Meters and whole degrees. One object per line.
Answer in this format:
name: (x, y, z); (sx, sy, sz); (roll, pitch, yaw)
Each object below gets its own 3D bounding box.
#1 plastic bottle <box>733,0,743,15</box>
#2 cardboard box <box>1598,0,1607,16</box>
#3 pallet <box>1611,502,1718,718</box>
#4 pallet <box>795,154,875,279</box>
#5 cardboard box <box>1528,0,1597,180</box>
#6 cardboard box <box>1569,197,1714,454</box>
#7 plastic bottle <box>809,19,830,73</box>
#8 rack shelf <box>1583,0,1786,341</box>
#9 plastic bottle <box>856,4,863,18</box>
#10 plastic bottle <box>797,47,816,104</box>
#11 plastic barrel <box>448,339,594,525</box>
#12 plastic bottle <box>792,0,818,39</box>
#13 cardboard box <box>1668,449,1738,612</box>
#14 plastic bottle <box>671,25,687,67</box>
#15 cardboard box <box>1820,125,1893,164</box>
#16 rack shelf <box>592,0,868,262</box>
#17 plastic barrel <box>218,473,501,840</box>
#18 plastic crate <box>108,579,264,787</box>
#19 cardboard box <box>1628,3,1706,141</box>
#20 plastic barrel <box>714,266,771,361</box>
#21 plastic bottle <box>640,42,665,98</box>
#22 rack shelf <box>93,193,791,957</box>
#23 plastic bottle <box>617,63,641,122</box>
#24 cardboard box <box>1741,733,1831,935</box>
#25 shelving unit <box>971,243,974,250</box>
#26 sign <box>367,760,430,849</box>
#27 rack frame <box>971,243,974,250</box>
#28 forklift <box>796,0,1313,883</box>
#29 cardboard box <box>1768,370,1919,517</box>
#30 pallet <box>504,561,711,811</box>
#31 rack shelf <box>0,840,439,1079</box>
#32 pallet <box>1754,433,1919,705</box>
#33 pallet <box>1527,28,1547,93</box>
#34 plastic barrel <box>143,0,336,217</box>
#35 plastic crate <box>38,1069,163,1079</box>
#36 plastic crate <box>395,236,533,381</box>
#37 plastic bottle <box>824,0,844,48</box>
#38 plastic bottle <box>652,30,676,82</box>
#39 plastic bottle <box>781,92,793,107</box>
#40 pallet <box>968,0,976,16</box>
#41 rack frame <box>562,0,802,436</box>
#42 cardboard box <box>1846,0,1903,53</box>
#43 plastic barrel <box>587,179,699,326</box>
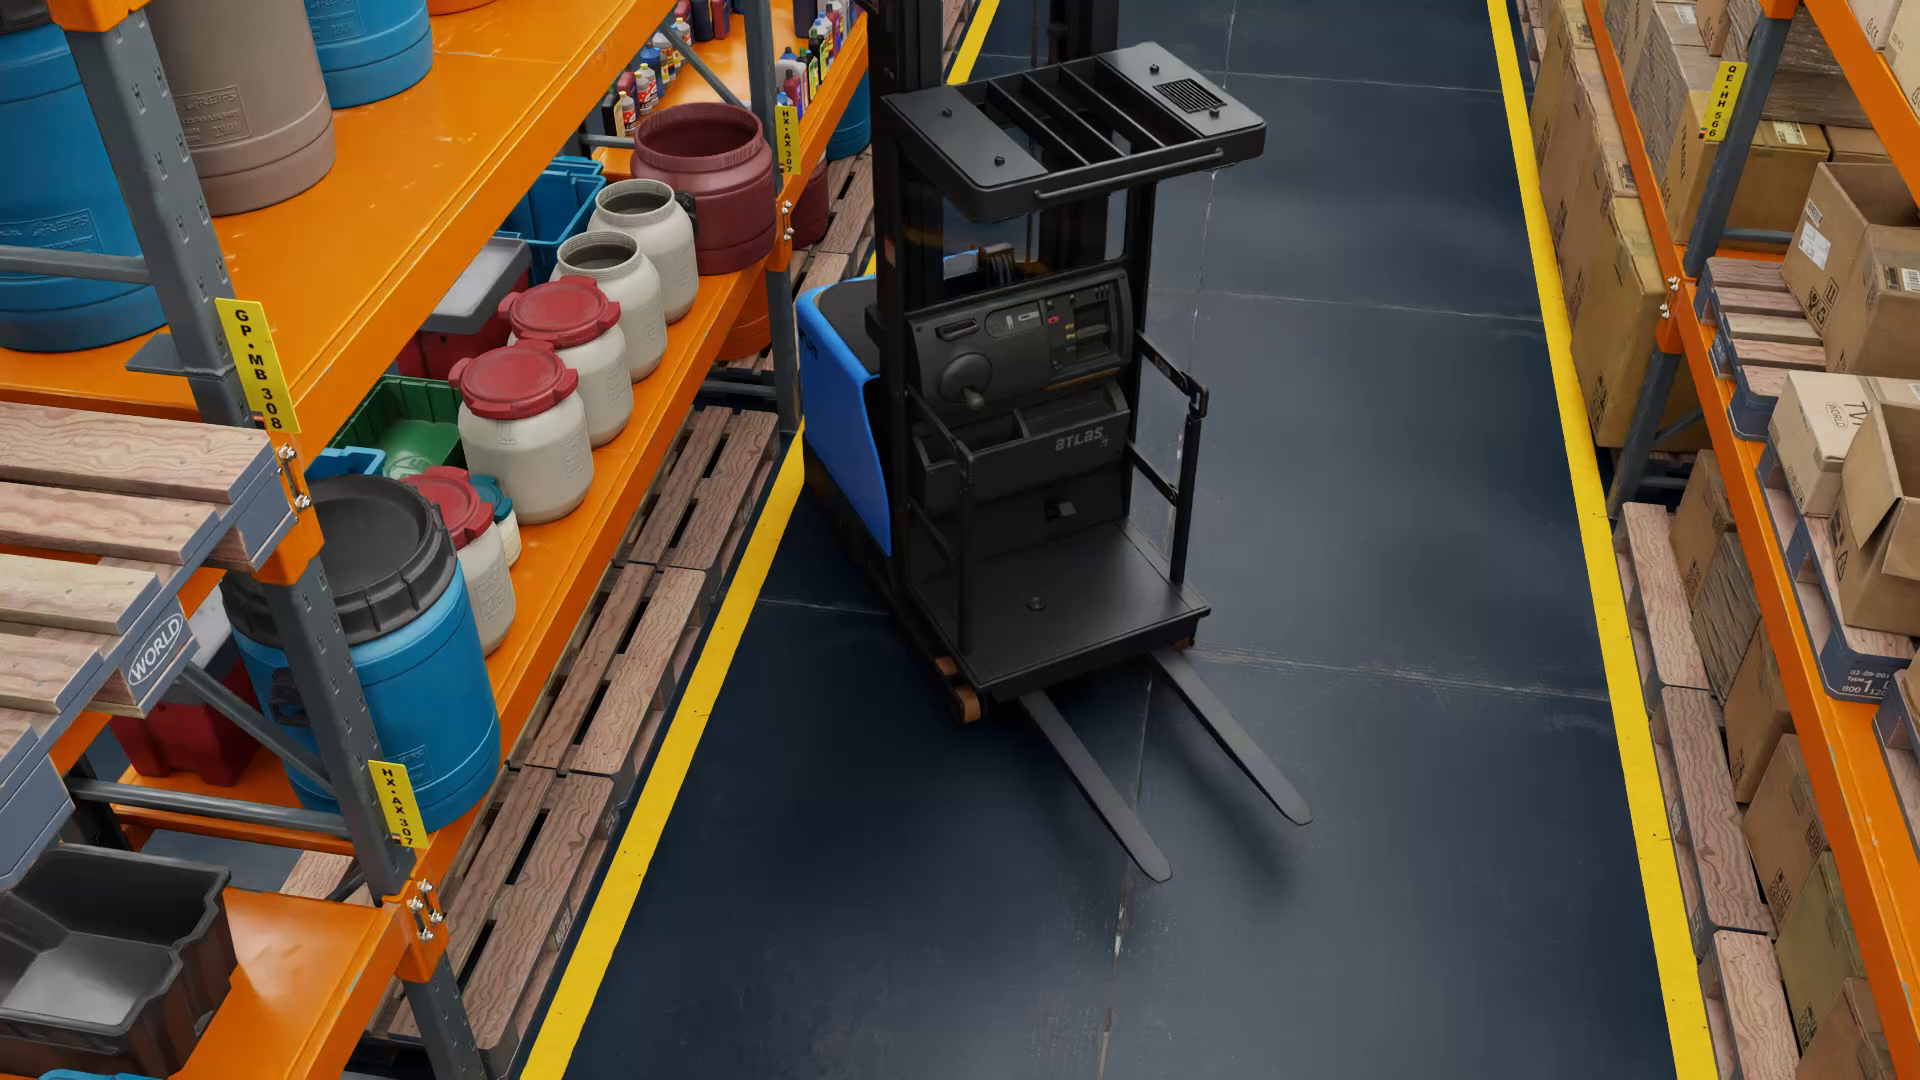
plastic bottle: (-1.213, -3.055, 9.193); (0.097, 0.271, 0.097); (0, 40, 0)
cardboard box: (3.848, -3.204, 9.192); (0.500, 0.500, 0.500); (6, 40, 8)
pallet: (3.431, 0.333, 7.181); (1.003, 0.211, 1.213); (6, 40, 8)
pallet: (-1.002, -1.966, 9.962); (1.003, 0.211, 1.213); (6, 40, 8)
cardboard box: (4.169, -2.681, 9.977); (1.225, 0.875, 0.875); (7, 40, 8)
cardboard box: (3.707, -1.005, 7.950); (1.225, 0.875, 0.875); (5, 40, 6)
plastic bottle: (-0.727, -2.553, 8.584); (0.097, 0.271, 0.097); (0, 40, 0)
rack shelf: (3.914, -2.209, 8.633); (1.077, 0.370, 4.000); (6, 40, 8)
plastic bottle: (-0.577, -3.034, 9.157); (0.061, 0.283, 0.133); (6, 40, 8)
plastic bottle: (-0.769, -2.338, 8.315); (0.061, 0.283, 0.133); (6, 40, 8)
plastic barrel: (-1.494, -0.356, 5.720); (0.433, 0.535, 0.433); (0, 40, 0)
plastic bottle: (-0.819, -2.897, 8.939); (0.144, 0.351, 0.185); (6, 40, 8)
cardboard box: (3.471, -0.015, 7.031); (0.700, 0.500, 0.500); (4, 40, 5)
plastic bottle: (-1.482, -2.584, 8.677); (0.097, 0.201, 0.097); (0, 40, 0)
cardboard box: (3.920, -1.545, 7.186); (0.500, 0.500, 0.500); (8, 40, 9)
rack shelf: (-0.965, -2.756, 9.293); (1.077, 0.370, 4.000); (6, 40, 8)
plastic barrel: (-1.638, 0.330, 4.603); (0.600, 0.901, 0.708); (6, 40, 8)
plastic crate: (-2.220, 0.370, 4.898); (0.402, 0.464, 0.583); (6, 40, 8)
cardboard box: (3.588, -2.246, 8.034); (0.500, 0.500, 0.500); (5, 40, 6)
plastic barrel: (-1.243, -1.412, 8.477); (0.600, 0.830, 0.708); (6, 40, 8)
plastic bottle: (-1.549, -2.366, 8.359); (0.097, 0.271, 0.097); (0, 40, 0)
rack shelf: (-1.657, -0.245, 6.257); (1.077, 0.370, 4.000); (6, 40, 8)
plastic bottle: (-1.621, -2.178, 8.122); (0.061, 0.283, 0.133); (6, 40, 8)
cardboard box: (3.200, 1.041, 5.753); (0.700, 0.500, 0.500); (3, 40, 4)
shelving unit: (0.029, -1.000, 8.253); (0.210, 0.900, 0.258); (-21, 44, -23)
sign: (-1.463, 0.694, 4.340); (0.100, 0.325, 0.005); (6, 40, 8)
rack frame: (0.116, -1.033, 8.293); (0.006, 0.900, 0.240); (-21, 44, -23)
forklift: (0.347, -0.697, 6.293); (1.130, 2.935, 3.031); (-17, 43, -20)
cardboard box: (3.051, -0.309, 5.558); (0.500, 0.250, 0.500); (5, 40, 6)
pallet: (-1.696, 0.542, 6.928); (1.003, 0.211, 1.213); (6, 40, 8)
rack shelf: (-2.349, 2.265, 3.221); (1.077, 0.370, 4.000); (6, 40, 8)
pallet: (3.265, 0.089, 5.439); (1.003, 0.211, 1.213); (6, 40, 8)
pallet: (4.468, -3.136, 11.377); (1.003, 0.211, 1.213); (6, 40, 8)
plastic barrel: (-2.015, -1.370, 4.306); (0.600, 0.901, 0.600); (0, 40, 0)
plastic crate: (-1.927, 1.514, 3.681); (0.499, 0.251, 0.616); (6, 40, 8)
plastic crate: (-1.892, -0.822, 6.340); (0.402, 0.464, 0.583); (6, 40, 8)
plastic bottle: (-0.671, -2.759, 8.833); (0.097, 0.271, 0.097); (0, 40, 0)
plastic bottle: (-1.516, -2.489, 8.507); (0.097, 0.271, 0.097); (0, 40, 0)
plastic bottle: (-0.854, -2.068, 8.053); (0.097, 0.201, 0.097); (0, 40, 0)
pallet: (-0.321, -4.447, 12.963); (1.003, 0.211, 1.213); (6, 40, 8)
rack frame: (-1.311, -1.778, 7.546); (1.000, 3.000, 0.127); (6, 40, 8)
cardboard box: (3.146, -1.741, 5.265); (0.500, 0.250, 0.500); (7, 40, 9)
plastic barrel: (-1.278, -1.152, 6.701); (0.421, 0.512, 0.421); (0, 40, 0)
